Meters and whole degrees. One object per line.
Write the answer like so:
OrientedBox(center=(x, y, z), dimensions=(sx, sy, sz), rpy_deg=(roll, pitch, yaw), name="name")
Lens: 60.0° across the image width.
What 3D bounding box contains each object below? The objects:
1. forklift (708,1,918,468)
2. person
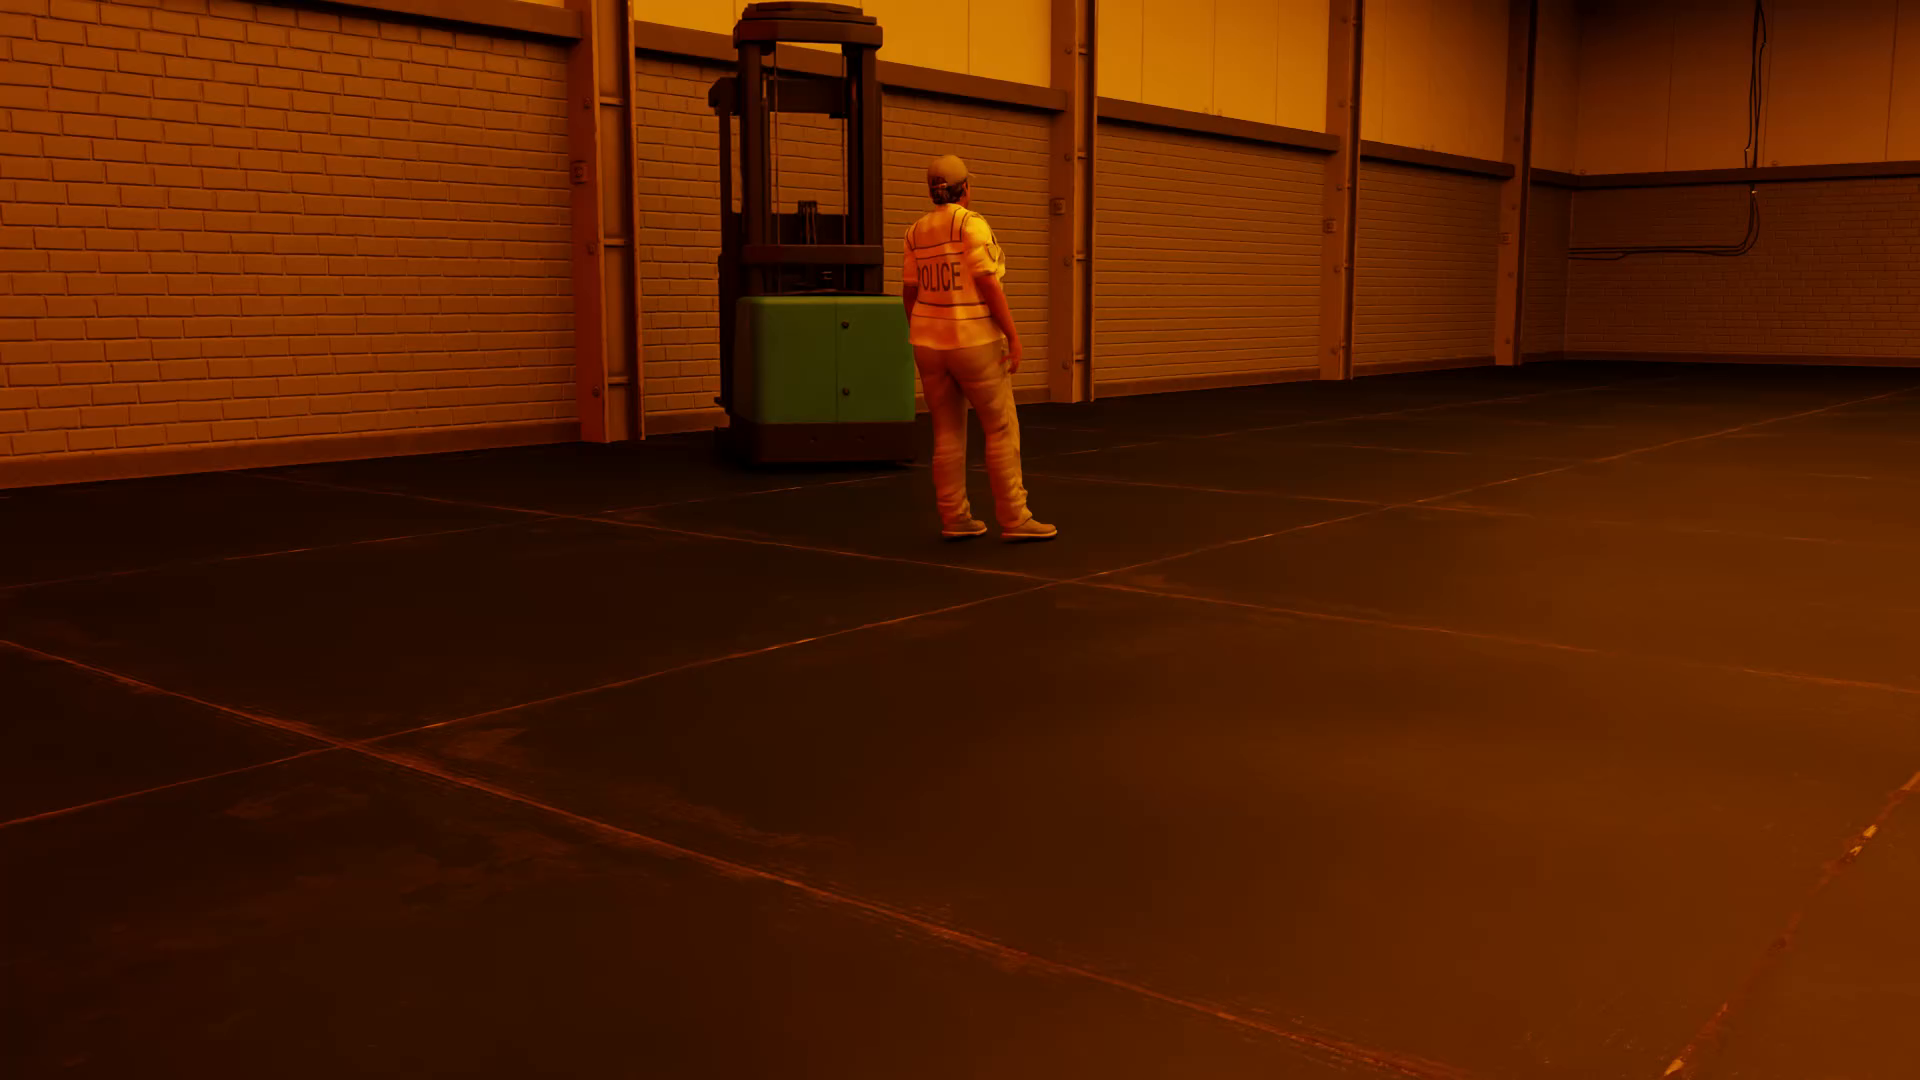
OrientedBox(center=(-1.122, -2.073, 11.451), dimensions=(1.130, 2.935, 3.031), rpy_deg=(-2, 9, -14), name="forklift")
OrientedBox(center=(0.066, -0.839, 7.328), dimensions=(0.598, 1.670, 0.529), rpy_deg=(7, 11, 38), name="person")
